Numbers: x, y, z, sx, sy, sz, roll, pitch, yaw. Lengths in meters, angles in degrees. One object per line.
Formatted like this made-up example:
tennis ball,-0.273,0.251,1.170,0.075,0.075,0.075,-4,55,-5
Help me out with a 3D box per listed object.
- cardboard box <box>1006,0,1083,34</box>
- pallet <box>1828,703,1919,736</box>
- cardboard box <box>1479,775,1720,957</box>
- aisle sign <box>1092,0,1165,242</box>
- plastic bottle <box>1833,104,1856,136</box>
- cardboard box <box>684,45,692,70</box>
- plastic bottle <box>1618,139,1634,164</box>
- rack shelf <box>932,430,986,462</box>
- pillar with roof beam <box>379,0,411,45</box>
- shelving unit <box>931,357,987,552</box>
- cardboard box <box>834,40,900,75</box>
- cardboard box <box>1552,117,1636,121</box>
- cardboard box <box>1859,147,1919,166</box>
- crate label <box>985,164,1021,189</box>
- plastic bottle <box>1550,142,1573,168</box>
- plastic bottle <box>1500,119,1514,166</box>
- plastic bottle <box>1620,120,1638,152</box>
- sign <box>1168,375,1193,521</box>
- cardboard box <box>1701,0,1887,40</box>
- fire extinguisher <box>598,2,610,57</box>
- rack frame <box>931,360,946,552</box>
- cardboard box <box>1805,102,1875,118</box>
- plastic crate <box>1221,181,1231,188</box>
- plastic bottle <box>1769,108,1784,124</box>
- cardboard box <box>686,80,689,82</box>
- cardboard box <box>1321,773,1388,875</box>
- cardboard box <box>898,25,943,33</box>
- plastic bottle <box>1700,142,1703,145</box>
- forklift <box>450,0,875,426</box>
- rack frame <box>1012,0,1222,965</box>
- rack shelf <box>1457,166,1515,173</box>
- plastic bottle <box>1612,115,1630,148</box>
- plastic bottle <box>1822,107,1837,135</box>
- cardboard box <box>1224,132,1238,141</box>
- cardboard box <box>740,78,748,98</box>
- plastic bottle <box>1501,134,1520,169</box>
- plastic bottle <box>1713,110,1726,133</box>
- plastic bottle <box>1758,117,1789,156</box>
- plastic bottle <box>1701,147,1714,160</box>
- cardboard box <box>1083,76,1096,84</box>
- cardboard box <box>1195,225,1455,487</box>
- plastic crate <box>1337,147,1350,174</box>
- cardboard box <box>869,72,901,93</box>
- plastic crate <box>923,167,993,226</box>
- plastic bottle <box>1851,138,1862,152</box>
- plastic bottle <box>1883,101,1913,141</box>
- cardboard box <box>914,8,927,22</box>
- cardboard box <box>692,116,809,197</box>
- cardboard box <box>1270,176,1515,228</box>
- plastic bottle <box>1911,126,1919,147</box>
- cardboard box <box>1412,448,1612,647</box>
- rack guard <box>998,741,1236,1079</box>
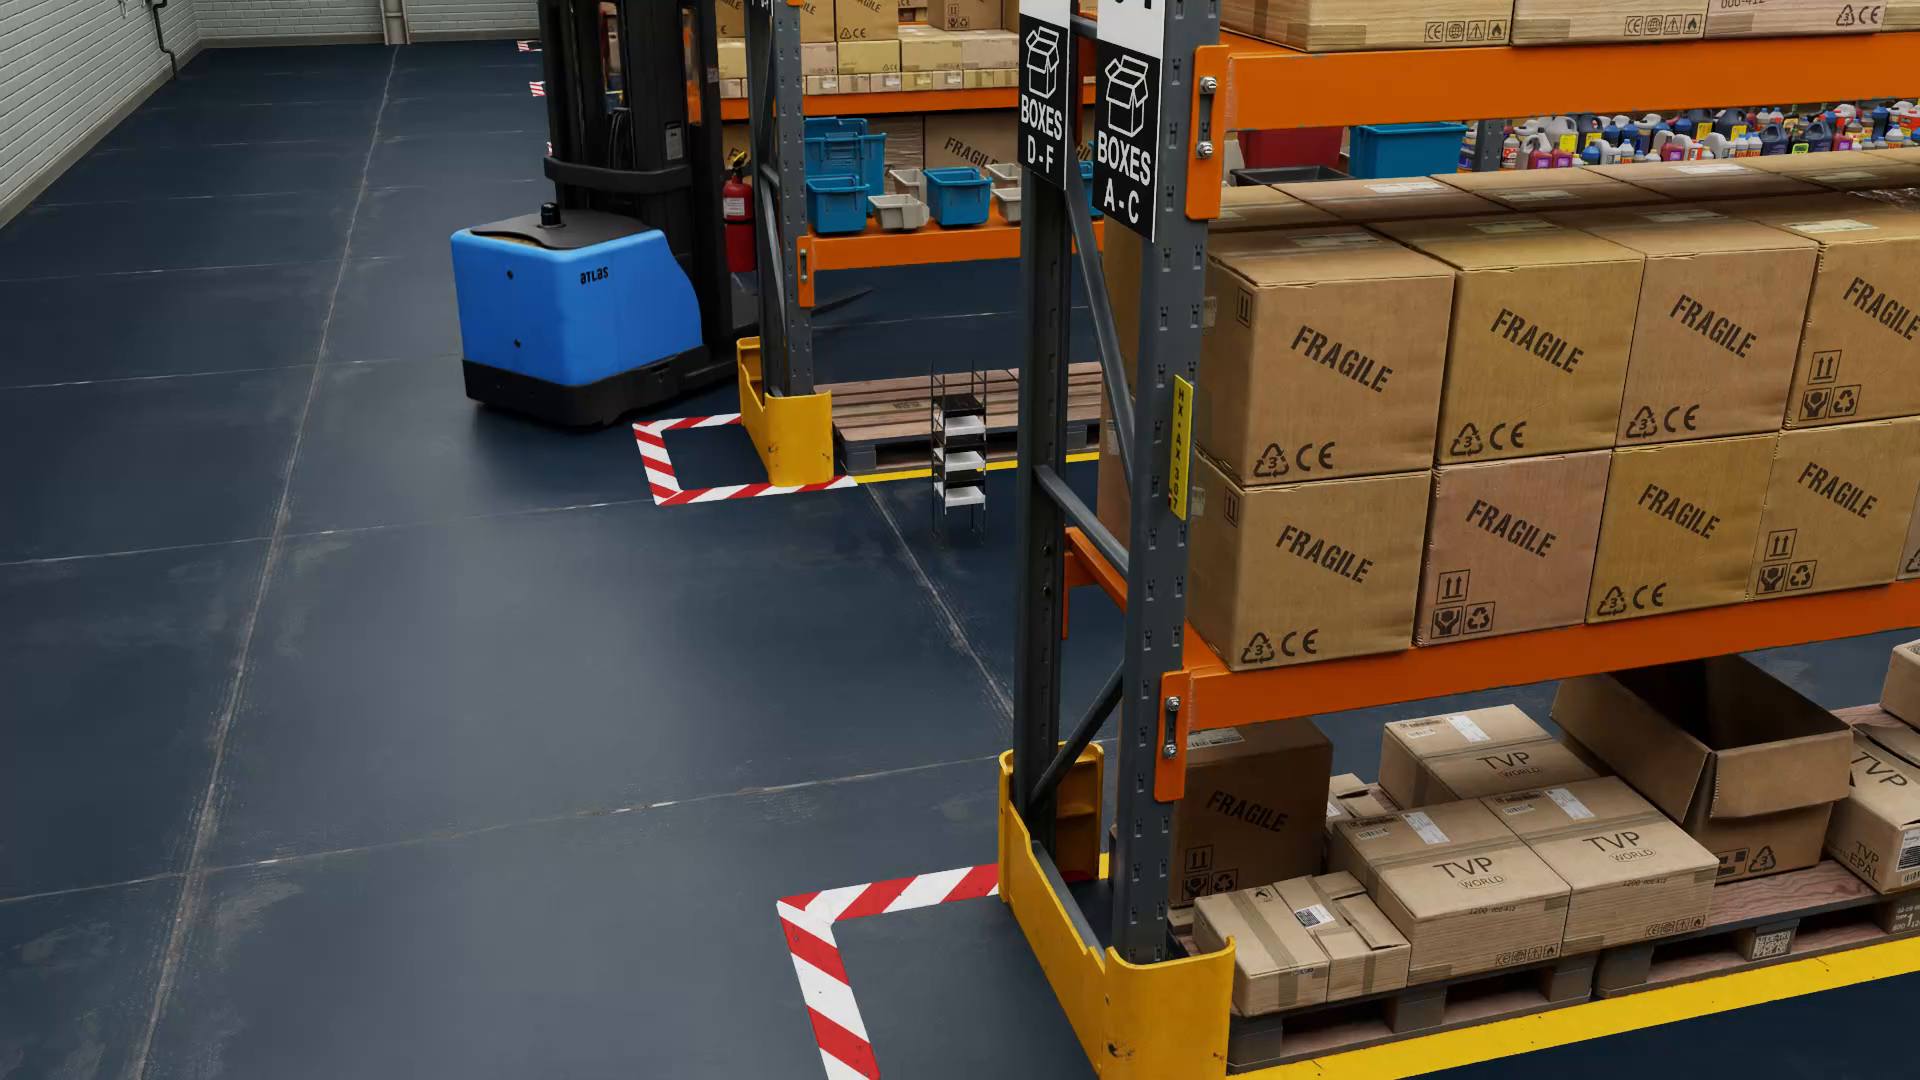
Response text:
cardboard box,0.686,-4.418,13.605,0.500,0.500,0.500,-6,24,-14
pallet,3.551,0.908,5.867,1.213,0.211,1.003,-6,24,-14
cardboard box,1.924,0.984,5.082,0.500,0.250,0.500,-6,24,-14
aisle sign,0.375,-1.096,3.705,0.004,0.787,0.394,-6,24,-14
plastic bottle,5.780,-2.724,10.952,0.135,0.276,0.152,-6,24,-14
cardboard box,-3.501,-6.769,22.938,0.875,0.438,0.875,-6,24,-13
plastic bottle,3.898,-2.214,9.769,0.097,0.271,0.097,0,23,0
rack shelf,-0.008,-0.465,8.048,0.200,0.077,0.258,-6,24,-14
pillar with roof beam,-8.009,-10.606,21.556,0.400,9.000,9.100,-6,24,-14
shelving unit,-0.008,-0.413,8.071,0.210,0.900,0.258,-6,24,-14
cardboard box,-0.793,-3.908,13.368,0.500,0.250,0.500,-7,24,-16
cardboard box,6.031,-3.767,15.836,0.500,0.500,0.700,-8,24,-17
cardboard box,3.186,-0.954,5.274,0.500,0.500,0.500,-7,24,-16
crate label,0.307,-2.028,9.430,0.243,0.136,0.396,-6,24,-14
plastic bottle,3.475,-2.165,9.640,0.133,0.283,0.061,-6,24,-14
plastic bottle,3.380,-2.481,10.375,0.133,0.283,0.061,-6,24,-14
plastic bottle,4.189,-2.495,10.423,0.097,0.271,0.097,0,23,0
sign,0.508,-0.212,3.843,0.005,0.325,0.100,-6,24,-14
cardboard box,1.890,-1.391,4.073,0.500,0.250,0.500,-6,24,-14
fire extinguisher,-3.921,-5.617,18.108,0.183,0.674,0.296,-6,24,-14
rack frame,-0.106,-0.402,8.045,0.006,0.900,0.240,-6,24,-14
cardboard box,8.646,-4.056,16.512,0.500,0.500,0.700,-8,25,-18
plastic crate,1.282,-1.934,9.213,0.466,0.136,0.293,-6,24,-14
plastic bottle,5.310,-2.681,10.858,0.097,0.271,0.097,0,23,0
cardboard box,-3.113,-4.985,18.391,0.250,0.149,0.380,-6,24,-14
cardboard box,1.232,0.919,5.340,0.250,0.166,0.380,-6,24,-14
cardboard box,-0.438,-4.167,13.971,0.500,0.250,0.500,-6,24,-14
plastic bottle,4.490,-2.310,10.081,0.097,0.201,0.097,0,23,0
forklift,-1.747,-2.529,10.427,1.130,2.935,3.031,16,28,32
rack frame,0.361,-0.021,4.494,0.127,3.000,1.000,-6,24,-14
rack shelf,4.804,-2.210,10.509,4.000,0.370,1.077,-6,24,-14
plastic bottle,4.137,-2.542,10.528,0.135,0.276,0.152,-6,24,-14
plastic bottle,5.677,-2.697,10.894,0.097,0.271,0.097,0,23,0
cardboard box,2.151,-3.500,14.766,0.875,0.875,1.225,-6,24,-14
cardboard box,-1.634,-3.607,13.171,0.250,0.149,0.380,-7,24,-15
plastic bottle,3.419,-2.415,10.326,0.097,0.201,0.097,0,23,0
plastic bottle,4.890,-2.626,10.722,0.135,0.276,0.152,-6,24,-14
plastic bottle,4.884,-2.369,10.030,0.185,0.351,0.144,-6,24,-14
plastic bottle,4.437,-2.242,9.922,0.097,0.201,0.097,0,23,0
cardboard box,1.087,-3.908,13.873,0.250,0.149,0.380,-6,24,-13
cardboard box,0.859,-0.473,4.154,0.500,0.500,0.500,-6,24,-13
plastic crate,2.391,-2.239,9.922,0.243,0.136,0.396,-6,24,-14
cardboard box,-0.643,-3.717,13.427,0.250,0.149,0.380,-7,24,-15
plastic crate,-0.013,-1.824,8.832,0.300,0.233,0.416,-6,24,-14
plastic bottle,5.461,-2.355,10.186,0.097,0.201,0.097,0,23,0
plastic bottle,6.225,-2.773,11.067,0.135,0.276,0.152,-6,24,-14
cardboard box,-0.406,-5.793,18.264,0.250,0.149,0.380,-5,24,-12
cardboard box,-1.717,-3.097,13.826,0.875,0.875,0.875,-6,24,-14
cardboard box,1.201,-0.732,4.757,0.500,0.500,0.500,-6,24,-13
plastic bottle,5.929,-2.439,10.293,0.097,0.271,0.097,0,23,0
cardboard box,1.355,-0.071,4.484,0.500,0.500,0.500,-7,24,-15
rack guard,0.434,1.120,5.006,0.348,0.500,1.175,-6,24,-14
